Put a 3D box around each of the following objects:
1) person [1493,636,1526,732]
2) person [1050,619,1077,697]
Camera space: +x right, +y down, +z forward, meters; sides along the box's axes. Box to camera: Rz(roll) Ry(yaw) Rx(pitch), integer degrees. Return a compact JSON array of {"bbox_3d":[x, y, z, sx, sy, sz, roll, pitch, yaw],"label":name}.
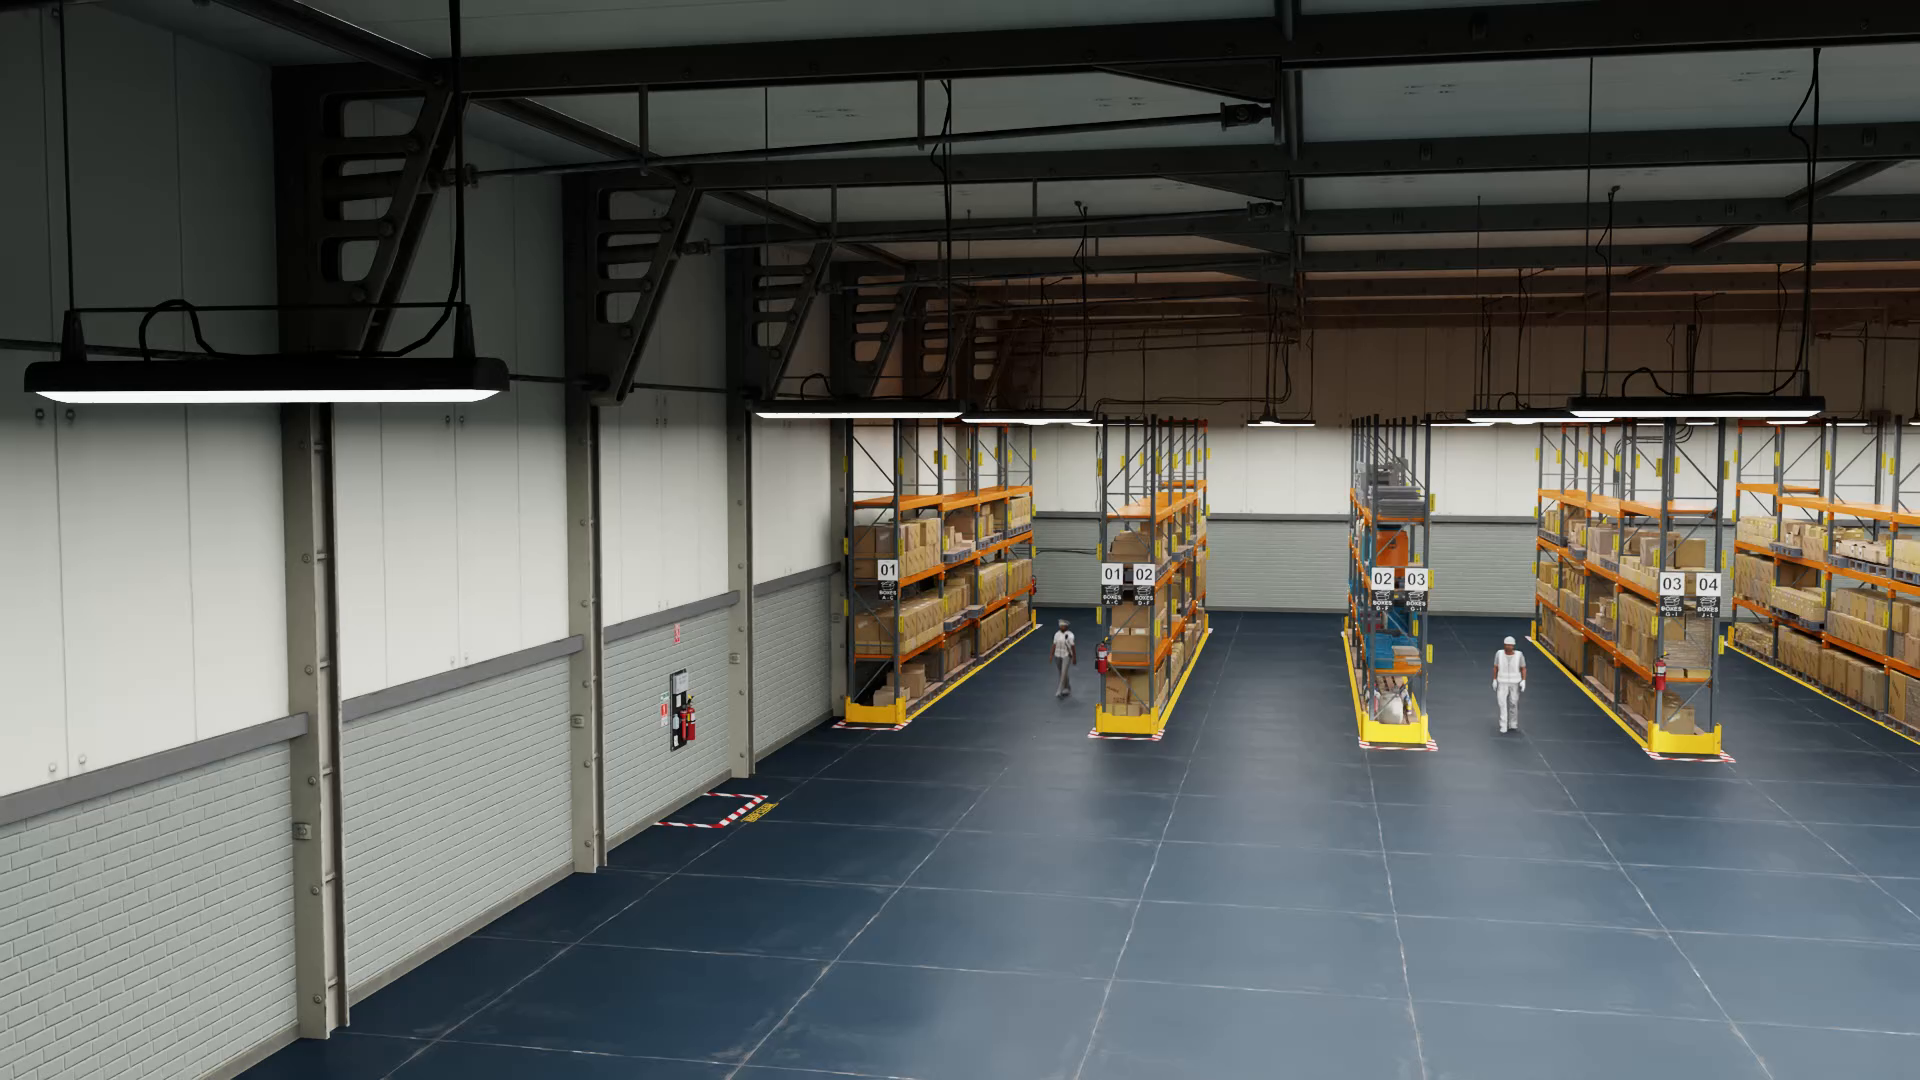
[{"bbox_3d":[10.442,2.748,31.601,0.610,1.840,0.532,2,4,22],"label":"person"},{"bbox_3d":[2.162,2.522,35.624,0.478,1.621,0.957,3,5,35],"label":"person"}]
